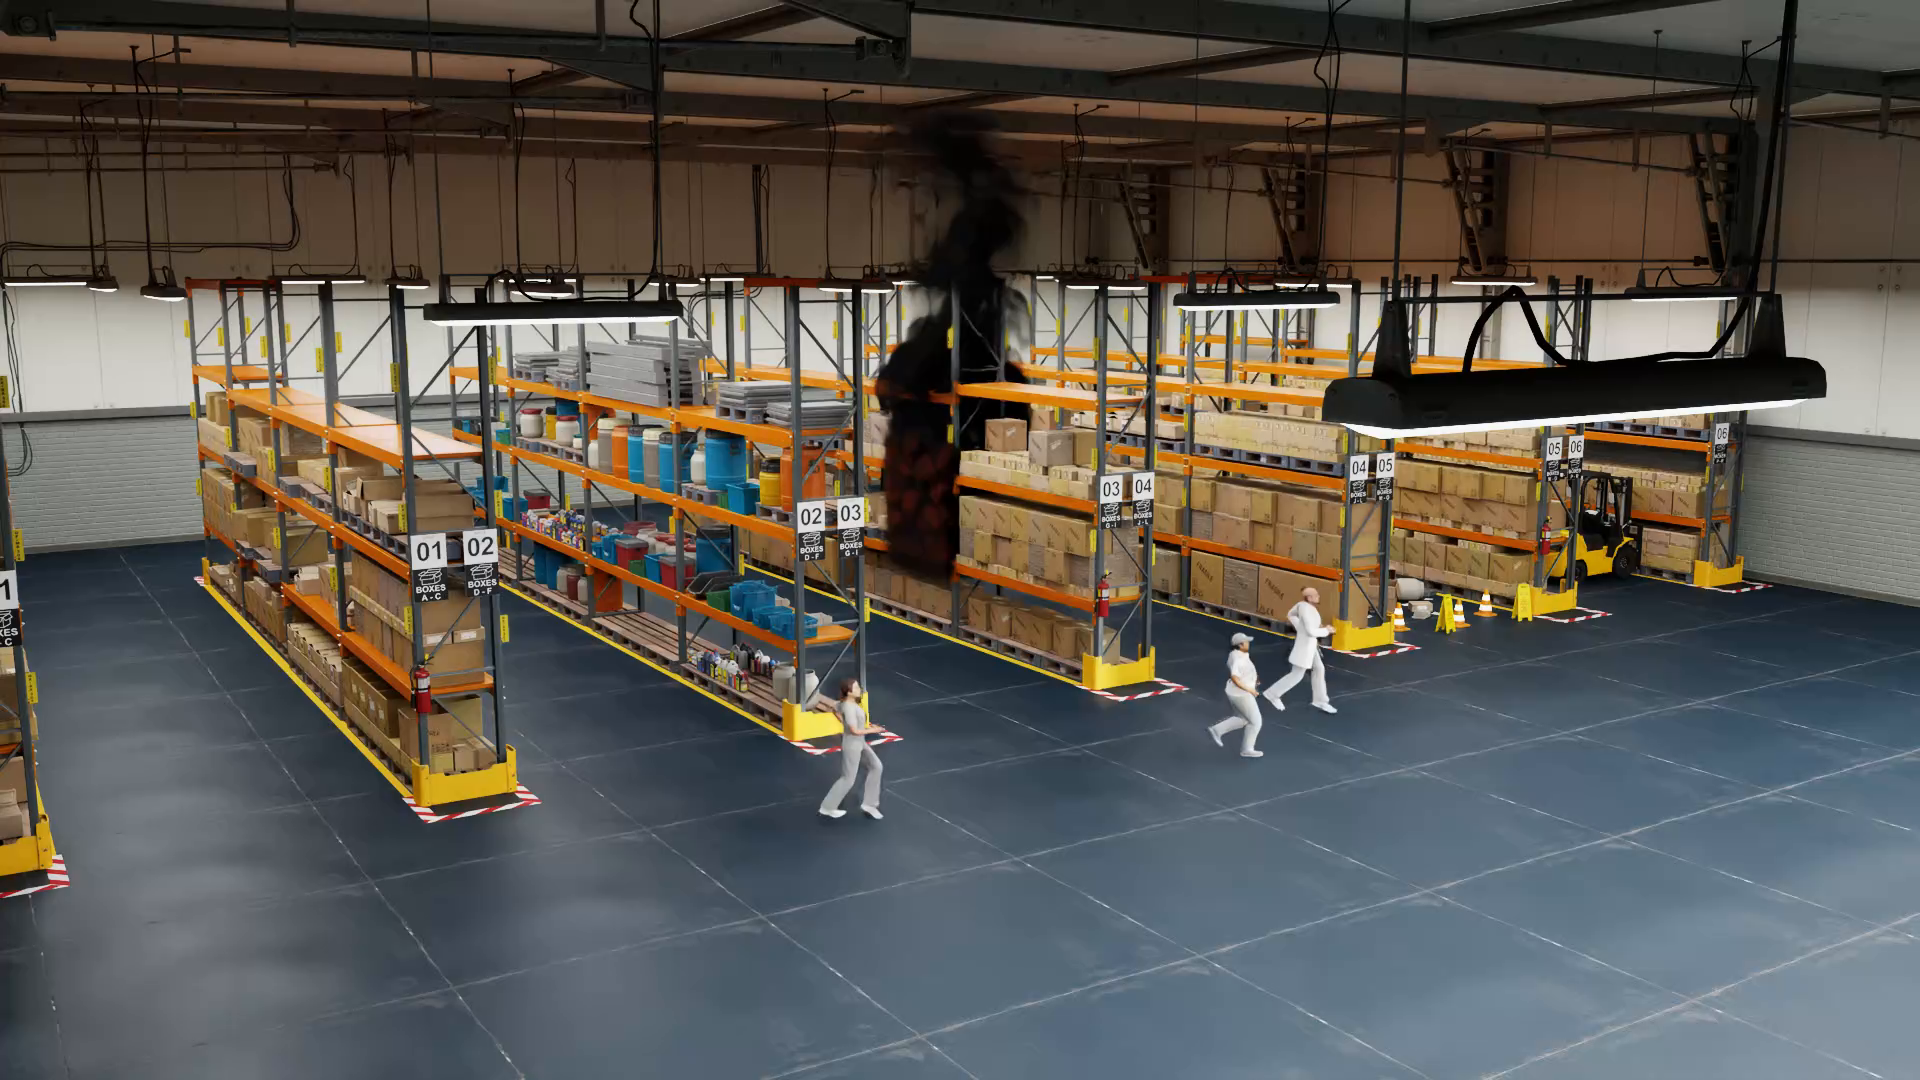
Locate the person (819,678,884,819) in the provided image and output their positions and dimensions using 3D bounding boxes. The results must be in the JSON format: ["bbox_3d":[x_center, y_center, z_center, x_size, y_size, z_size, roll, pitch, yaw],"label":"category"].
[{"bbox_3d":[-1.236,2.387,18.936,0.744,1.697,0.570,0,10,0],"label":"person"}]

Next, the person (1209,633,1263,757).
[{"bbox_3d":[3.567,1.985,21.337,0.687,1.621,0.613,0,10,0],"label":"person"}]

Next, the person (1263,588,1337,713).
[{"bbox_3d":[4.810,1.554,23.413,1.049,1.814,0.724,1,10,9],"label":"person"}]
